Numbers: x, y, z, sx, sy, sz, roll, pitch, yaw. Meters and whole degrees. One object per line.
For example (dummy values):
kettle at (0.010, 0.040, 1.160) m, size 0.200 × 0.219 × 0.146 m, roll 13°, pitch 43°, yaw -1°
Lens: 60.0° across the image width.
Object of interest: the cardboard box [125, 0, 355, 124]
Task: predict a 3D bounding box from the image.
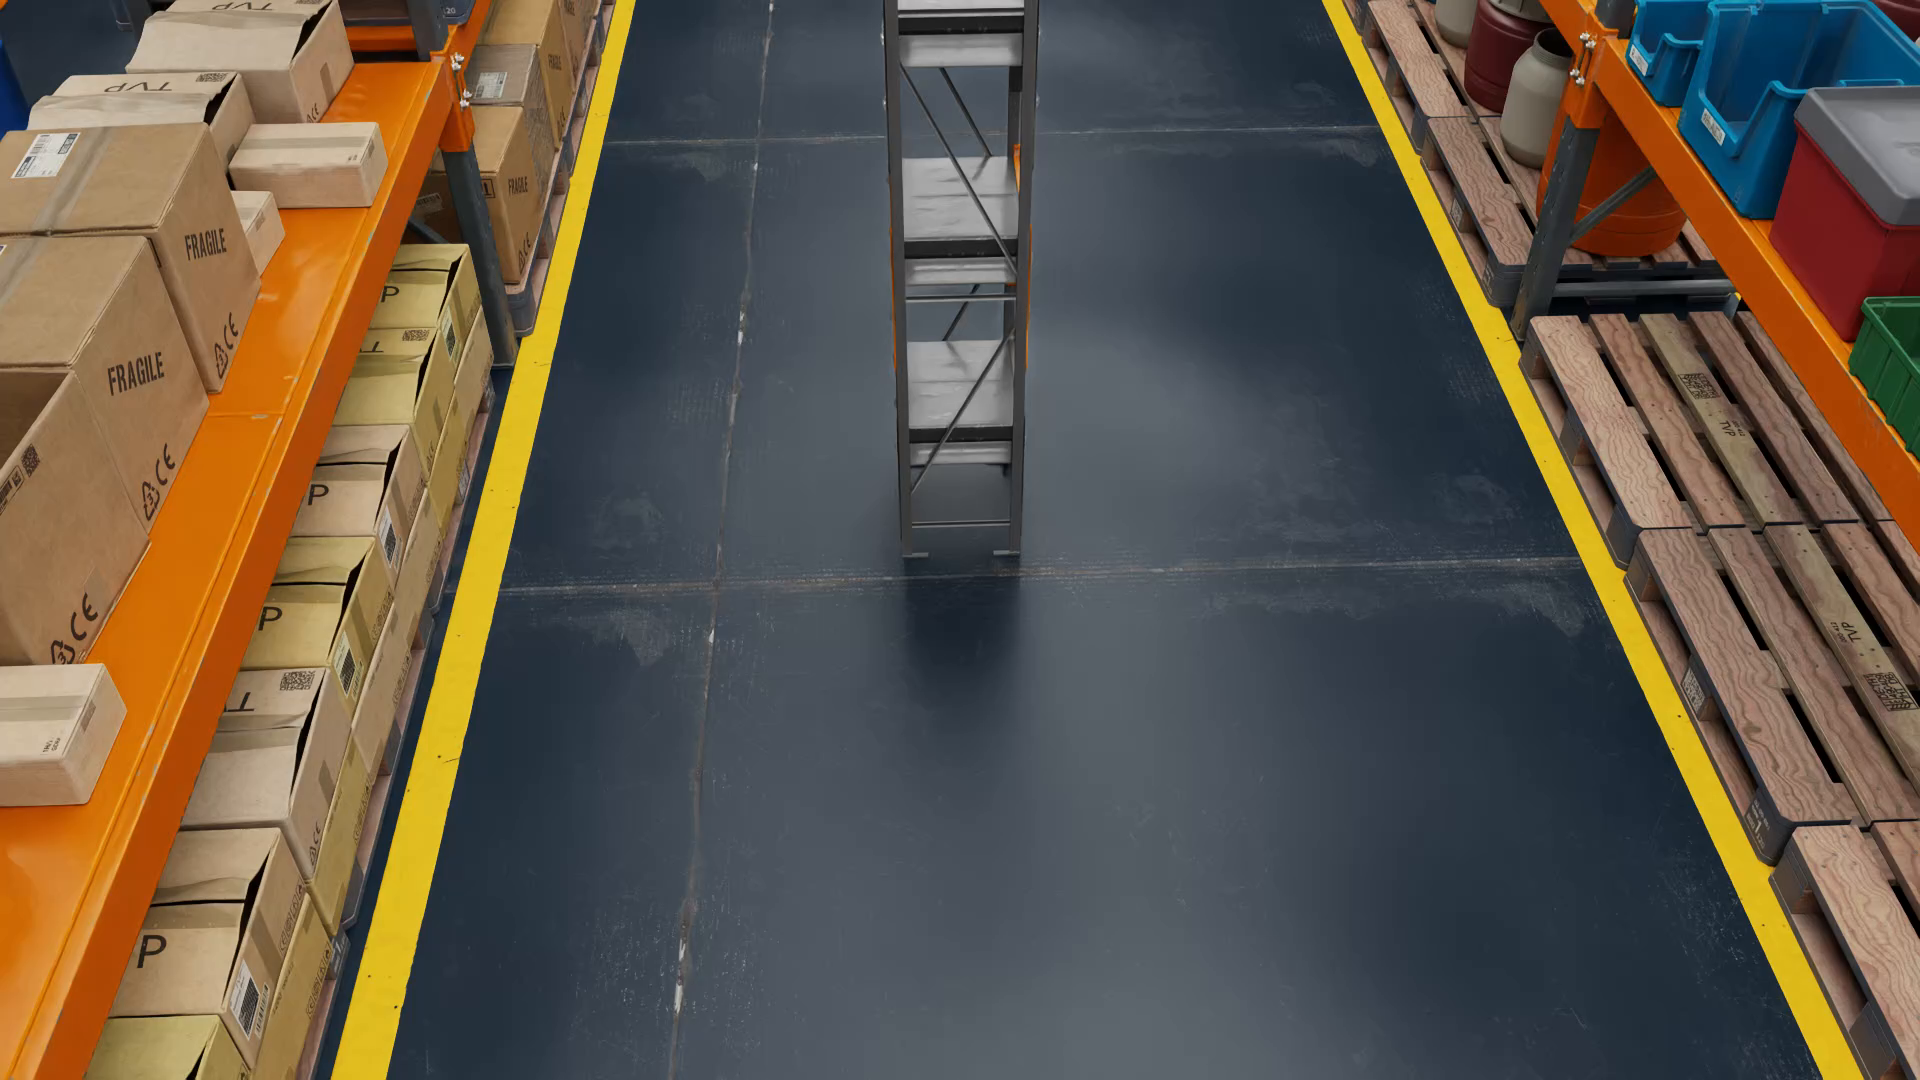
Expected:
cardboard box at (-2.267, -1.522, 5.256) m, size 0.500 × 0.311 × 0.500 m, roll 1°, pitch 43°, yaw 1°

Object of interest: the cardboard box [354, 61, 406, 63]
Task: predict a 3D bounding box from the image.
cardboard box at (-2.519, -1.981, 6.661) m, size 0.500 × 0.250 × 0.500 m, roll 0°, pitch 43°, yaw 0°

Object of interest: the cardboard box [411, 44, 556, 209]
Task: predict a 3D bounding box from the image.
cardboard box at (-2.000, -1.711, 6.921) m, size 0.500 × 0.500 × 0.500 m, roll -3°, pitch 43°, yaw -3°

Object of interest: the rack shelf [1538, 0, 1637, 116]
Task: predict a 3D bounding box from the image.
rack shelf at (2.626, -3.026, 7.364) m, size 1.077 × 0.370 × 4.000 m, roll -2°, pitch 43°, yaw -2°

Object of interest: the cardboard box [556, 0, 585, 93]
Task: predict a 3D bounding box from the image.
cardboard box at (-2.044, -2.402, 7.675) m, size 0.500 × 0.500 × 0.500 m, roll -3°, pitch 43°, yaw -3°

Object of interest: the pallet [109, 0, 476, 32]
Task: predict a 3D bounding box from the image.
pallet at (-2.337, -2.186, 6.057) m, size 1.213 × 0.211 × 1.003 m, roll -2°, pitch 43°, yaw -2°

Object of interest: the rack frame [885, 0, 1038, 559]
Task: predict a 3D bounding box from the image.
rack frame at (0.003, -0.721, 4.983) m, size 0.400 × 2.100 × 0.015 m, roll -2°, pitch 43°, yaw -2°

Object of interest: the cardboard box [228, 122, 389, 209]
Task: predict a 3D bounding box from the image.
cardboard box at (-1.924, -1.109, 4.926) m, size 0.380 × 0.149 × 0.250 m, roll -2°, pitch 43°, yaw -2°

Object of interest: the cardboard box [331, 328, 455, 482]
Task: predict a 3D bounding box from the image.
cardboard box at (-1.942, -0.452, 5.332) m, size 0.500 × 0.311 × 0.500 m, roll -2°, pitch 43°, yaw -2°

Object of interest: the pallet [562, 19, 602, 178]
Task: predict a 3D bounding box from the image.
pallet at (-2.281, -2.100, 7.885) m, size 1.003 × 0.211 × 1.213 m, roll -2°, pitch 43°, yaw -2°

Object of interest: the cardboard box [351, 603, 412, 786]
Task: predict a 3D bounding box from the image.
cardboard box at (-1.904, 0.440, 4.774) m, size 0.500 × 0.250 × 0.500 m, roll -1°, pitch 43°, yaw -1°

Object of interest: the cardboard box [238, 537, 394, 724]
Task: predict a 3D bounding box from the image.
cardboard box at (-1.904, 0.227, 4.591) m, size 0.500 × 0.311 × 0.500 m, roll -1°, pitch 43°, yaw -1°

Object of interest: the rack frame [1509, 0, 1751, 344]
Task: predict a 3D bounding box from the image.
rack frame at (2.710, -1.941, 5.648) m, size 1.000 × 3.000 × 0.127 m, roll -2°, pitch 43°, yaw -2°

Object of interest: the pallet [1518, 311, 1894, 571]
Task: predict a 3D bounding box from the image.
pallet at (2.705, -0.389, 6.018) m, size 1.003 × 0.211 × 1.213 m, roll -2°, pitch 43°, yaw -2°

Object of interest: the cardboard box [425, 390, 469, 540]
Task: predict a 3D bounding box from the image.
cardboard box at (-1.947, -0.246, 5.523) m, size 0.500 × 0.250 × 0.500 m, roll -2°, pitch 43°, yaw -2°

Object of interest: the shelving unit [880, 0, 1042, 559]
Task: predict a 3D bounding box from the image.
shelving unit at (-0.007, -0.886, 5.162) m, size 0.431 × 2.100 × 0.503 m, roll -2°, pitch 43°, yaw -2°

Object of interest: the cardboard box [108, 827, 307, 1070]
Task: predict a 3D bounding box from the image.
cardboard box at (-1.853, 0.927, 3.828) m, size 0.500 × 0.311 × 0.500 m, roll -2°, pitch 43°, yaw -2°

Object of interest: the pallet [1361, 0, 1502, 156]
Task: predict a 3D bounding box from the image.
pallet at (2.587, -2.266, 8.065) m, size 1.003 × 0.211 × 1.213 m, roll -2°, pitch 43°, yaw -2°

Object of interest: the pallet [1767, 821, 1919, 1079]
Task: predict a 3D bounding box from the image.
pallet at (2.808, 1.258, 4.221) m, size 1.003 × 0.211 × 1.213 m, roll -2°, pitch 43°, yaw -2°

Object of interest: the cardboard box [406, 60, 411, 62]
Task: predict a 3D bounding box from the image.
cardboard box at (-2.513, -1.667, 6.873) m, size 0.500 × 0.500 × 0.500 m, roll 0°, pitch 43°, yaw 0°

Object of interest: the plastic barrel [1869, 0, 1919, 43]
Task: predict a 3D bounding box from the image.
plastic barrel at (3.033, -1.686, 5.269) m, size 0.600 × 0.536 × 0.708 m, roll -2°, pitch 43°, yaw -2°

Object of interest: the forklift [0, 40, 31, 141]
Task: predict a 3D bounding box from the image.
forklift at (-5.082, -2.483, 6.289) m, size 3.031 × 2.935 × 1.130 m, roll 25°, pitch 48°, yaw 25°

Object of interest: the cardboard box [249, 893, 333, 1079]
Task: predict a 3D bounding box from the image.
cardboard box at (-1.859, 1.133, 4.018) m, size 0.500 × 0.250 × 0.500 m, roll -1°, pitch 43°, yaw -1°

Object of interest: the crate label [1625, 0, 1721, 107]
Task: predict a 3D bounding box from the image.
crate label at (2.354, -1.584, 5.382) m, size 0.303 × 0.233 × 0.416 m, roll -2°, pitch 43°, yaw -2°

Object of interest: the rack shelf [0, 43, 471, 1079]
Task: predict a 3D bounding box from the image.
rack shelf at (-2.154, -0.186, 4.265) m, size 1.077 × 0.370 × 4.000 m, roll -2°, pitch 43°, yaw -2°

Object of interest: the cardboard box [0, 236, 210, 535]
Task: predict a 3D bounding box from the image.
cardboard box at (-2.129, -0.350, 3.838) m, size 0.500 × 0.500 × 0.500 m, roll -2°, pitch 43°, yaw -2°

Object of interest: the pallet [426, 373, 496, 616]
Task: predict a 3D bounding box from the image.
pallet at (-2.243, -0.216, 5.830) m, size 1.003 × 0.211 × 1.213 m, roll -2°, pitch 43°, yaw -2°

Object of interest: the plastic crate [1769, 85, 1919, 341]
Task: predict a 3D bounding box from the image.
plastic crate at (2.473, -0.865, 4.426) m, size 0.402 × 0.464 × 0.583 m, roll -2°, pitch 43°, yaw -2°

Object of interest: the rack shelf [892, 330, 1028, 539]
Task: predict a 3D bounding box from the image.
rack shelf at (-0.007, -0.360, 5.645) m, size 0.431 × 0.518 × 0.480 m, roll -2°, pitch 43°, yaw -2°

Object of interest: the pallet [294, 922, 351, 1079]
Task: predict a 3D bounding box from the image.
pallet at (-2.139, 1.431, 4.033) m, size 1.003 × 0.211 × 1.213 m, roll -2°, pitch 43°, yaw -2°

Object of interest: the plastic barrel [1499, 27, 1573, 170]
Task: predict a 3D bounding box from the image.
plastic barrel at (2.559, -1.887, 7.119) m, size 0.421 × 0.512 × 0.421 m, roll 0°, pitch 43°, yaw 0°

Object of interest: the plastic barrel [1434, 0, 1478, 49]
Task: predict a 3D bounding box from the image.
plastic barrel at (2.511, -2.649, 7.951) m, size 0.421 × 0.512 × 0.421 m, roll 0°, pitch 43°, yaw 0°

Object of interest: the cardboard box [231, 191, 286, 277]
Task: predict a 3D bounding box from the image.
cardboard box at (-2.128, -0.849, 4.643) m, size 0.380 × 0.149 × 0.250 m, roll 1°, pitch 43°, yaw 1°
